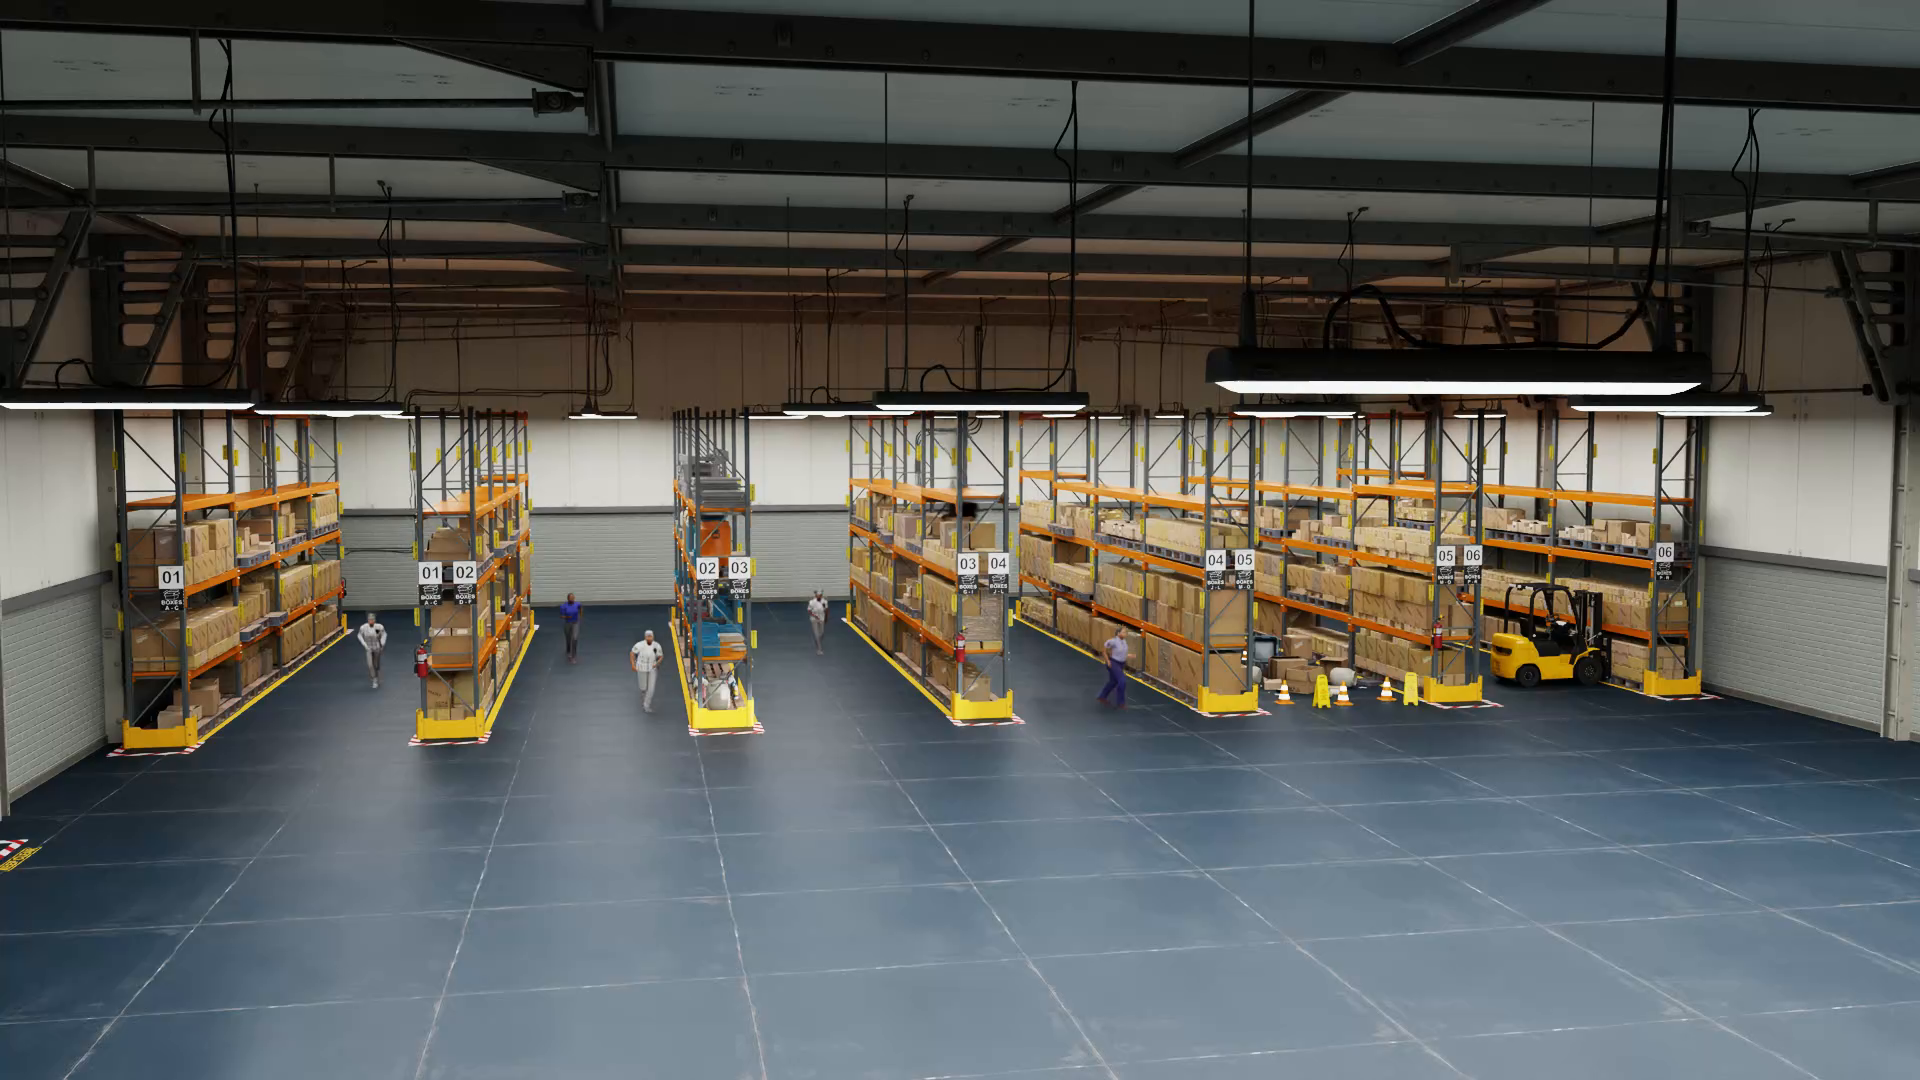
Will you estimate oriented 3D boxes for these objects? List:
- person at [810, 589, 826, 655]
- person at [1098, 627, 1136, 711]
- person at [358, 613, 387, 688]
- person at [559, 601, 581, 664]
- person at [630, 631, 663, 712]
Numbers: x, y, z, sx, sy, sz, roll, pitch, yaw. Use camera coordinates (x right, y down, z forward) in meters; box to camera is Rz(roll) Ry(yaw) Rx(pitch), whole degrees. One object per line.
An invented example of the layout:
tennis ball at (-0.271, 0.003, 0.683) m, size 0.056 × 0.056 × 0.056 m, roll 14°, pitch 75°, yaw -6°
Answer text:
person at (-3.512, 2.005, 41.049) m, size 0.409 × 1.634 × 0.650 m, roll -1°, pitch 4°, yaw -12°
person at (3.118, 2.569, 33.181) m, size 0.840 × 1.707 × 0.539 m, roll 2°, pitch 5°, yaw 31°
person at (-12.729, 2.364, 36.051) m, size 0.593 × 1.634 × 0.757 m, roll -1°, pitch 4°, yaw -13°
person at (-9.289, 2.184, 39.656) m, size 0.551 × 1.503 × 0.918 m, roll -2°, pitch 4°, yaw -22°
person at (-6.207, 2.594, 32.995) m, size 0.642 × 1.627 × 0.655 m, roll -1°, pitch 4°, yaw -15°
